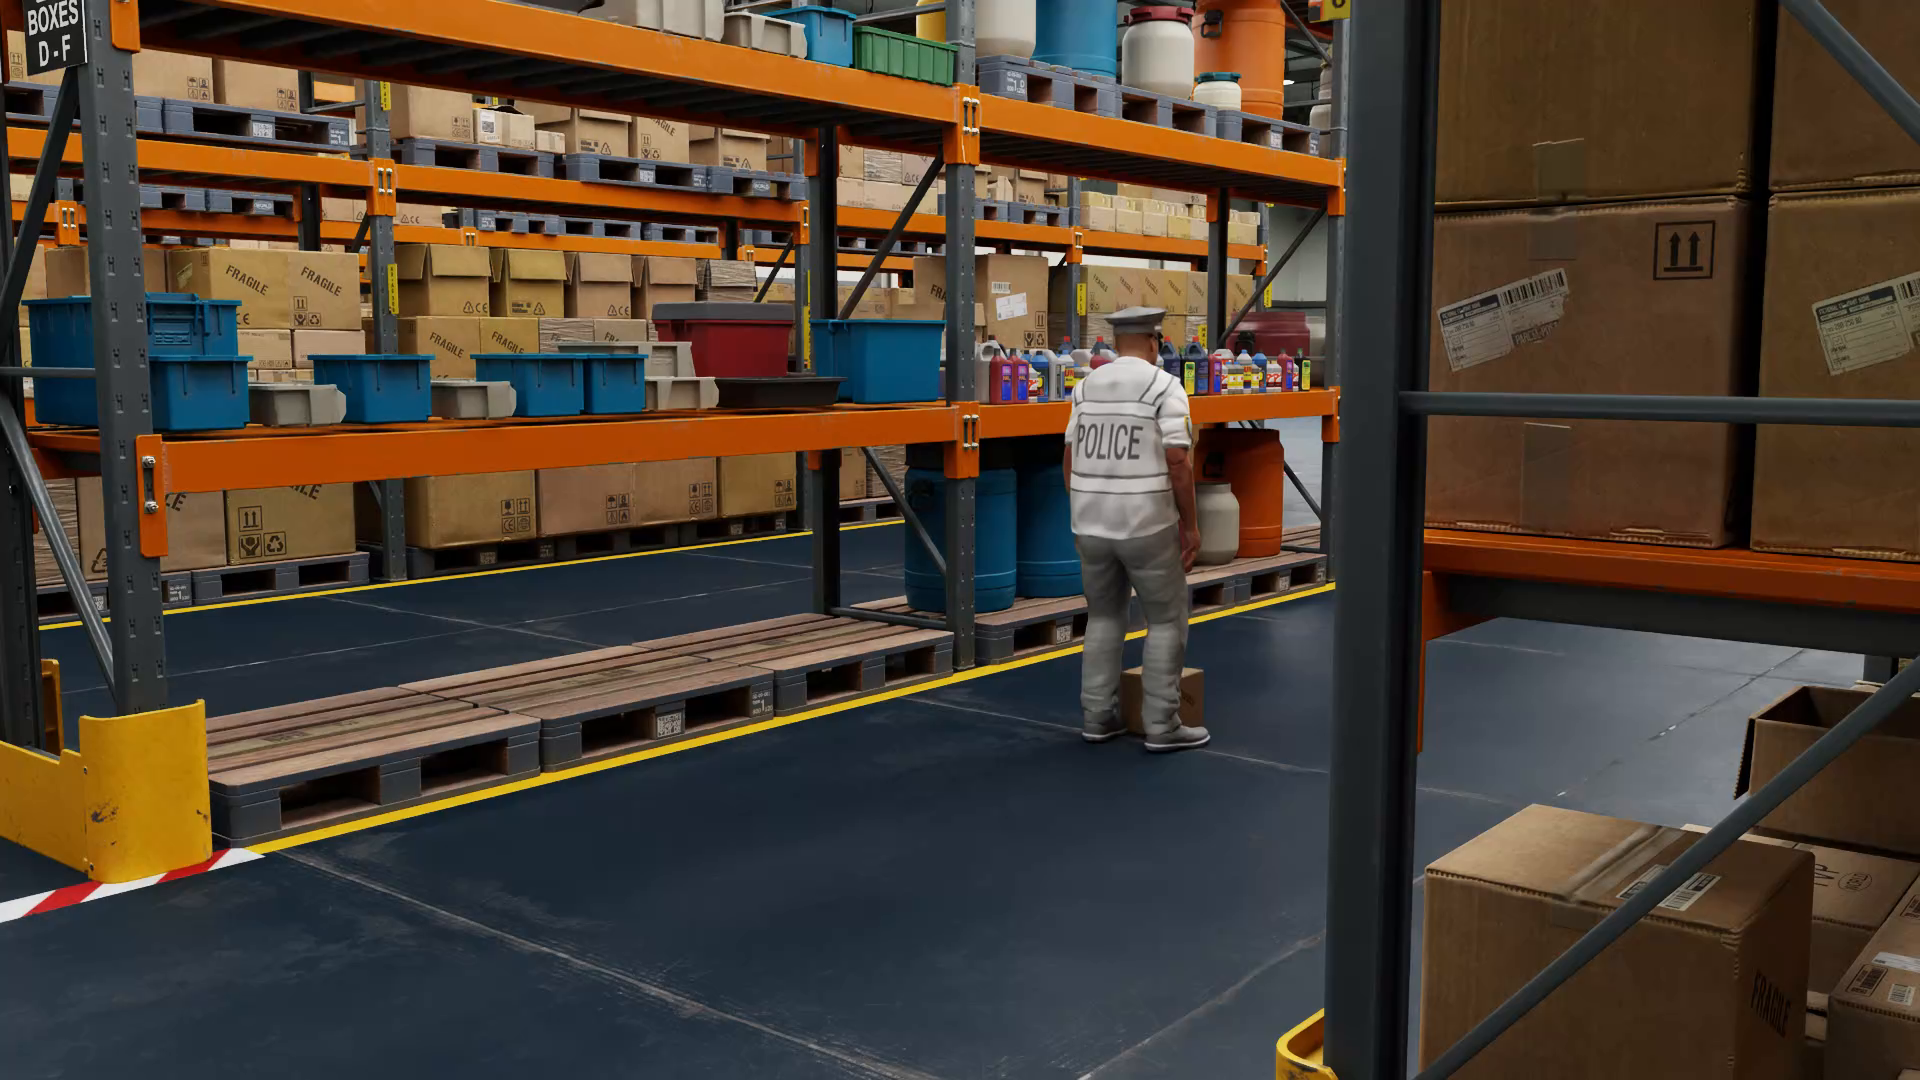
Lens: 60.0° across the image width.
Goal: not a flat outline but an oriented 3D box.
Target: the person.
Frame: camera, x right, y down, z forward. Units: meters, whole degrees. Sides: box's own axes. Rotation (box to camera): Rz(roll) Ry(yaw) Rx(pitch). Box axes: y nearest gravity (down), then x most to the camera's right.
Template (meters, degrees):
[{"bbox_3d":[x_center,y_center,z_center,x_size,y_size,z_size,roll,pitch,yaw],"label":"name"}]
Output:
[{"bbox_3d":[0.675,-0.050,6.624,0.581,1.747,0.435,5,8,36],"label":"person"}]
